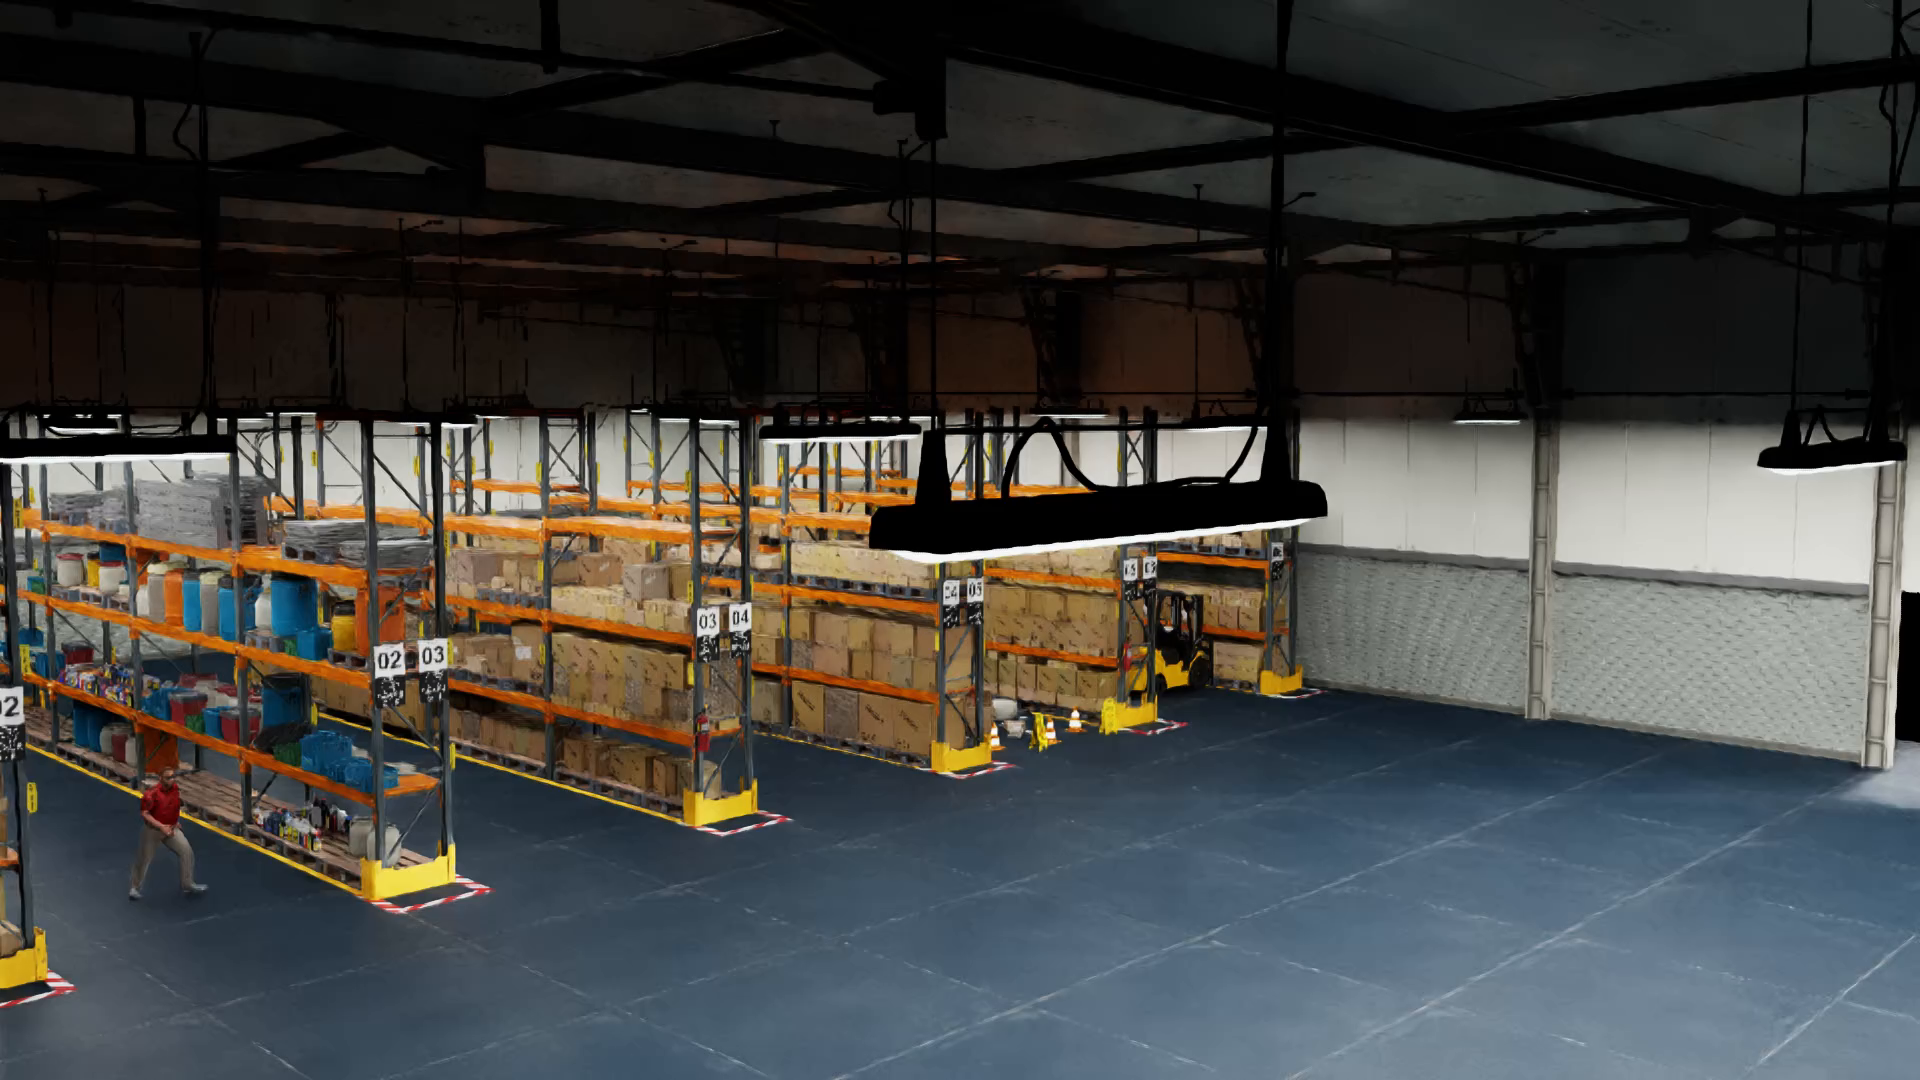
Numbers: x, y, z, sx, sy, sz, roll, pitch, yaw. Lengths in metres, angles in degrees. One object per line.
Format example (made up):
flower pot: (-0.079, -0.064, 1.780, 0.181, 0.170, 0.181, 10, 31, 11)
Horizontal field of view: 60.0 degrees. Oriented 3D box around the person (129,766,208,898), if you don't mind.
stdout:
person: (-10.023, 3.642, 20.890, 0.857, 1.654, 0.701, 3, 6, 27)
